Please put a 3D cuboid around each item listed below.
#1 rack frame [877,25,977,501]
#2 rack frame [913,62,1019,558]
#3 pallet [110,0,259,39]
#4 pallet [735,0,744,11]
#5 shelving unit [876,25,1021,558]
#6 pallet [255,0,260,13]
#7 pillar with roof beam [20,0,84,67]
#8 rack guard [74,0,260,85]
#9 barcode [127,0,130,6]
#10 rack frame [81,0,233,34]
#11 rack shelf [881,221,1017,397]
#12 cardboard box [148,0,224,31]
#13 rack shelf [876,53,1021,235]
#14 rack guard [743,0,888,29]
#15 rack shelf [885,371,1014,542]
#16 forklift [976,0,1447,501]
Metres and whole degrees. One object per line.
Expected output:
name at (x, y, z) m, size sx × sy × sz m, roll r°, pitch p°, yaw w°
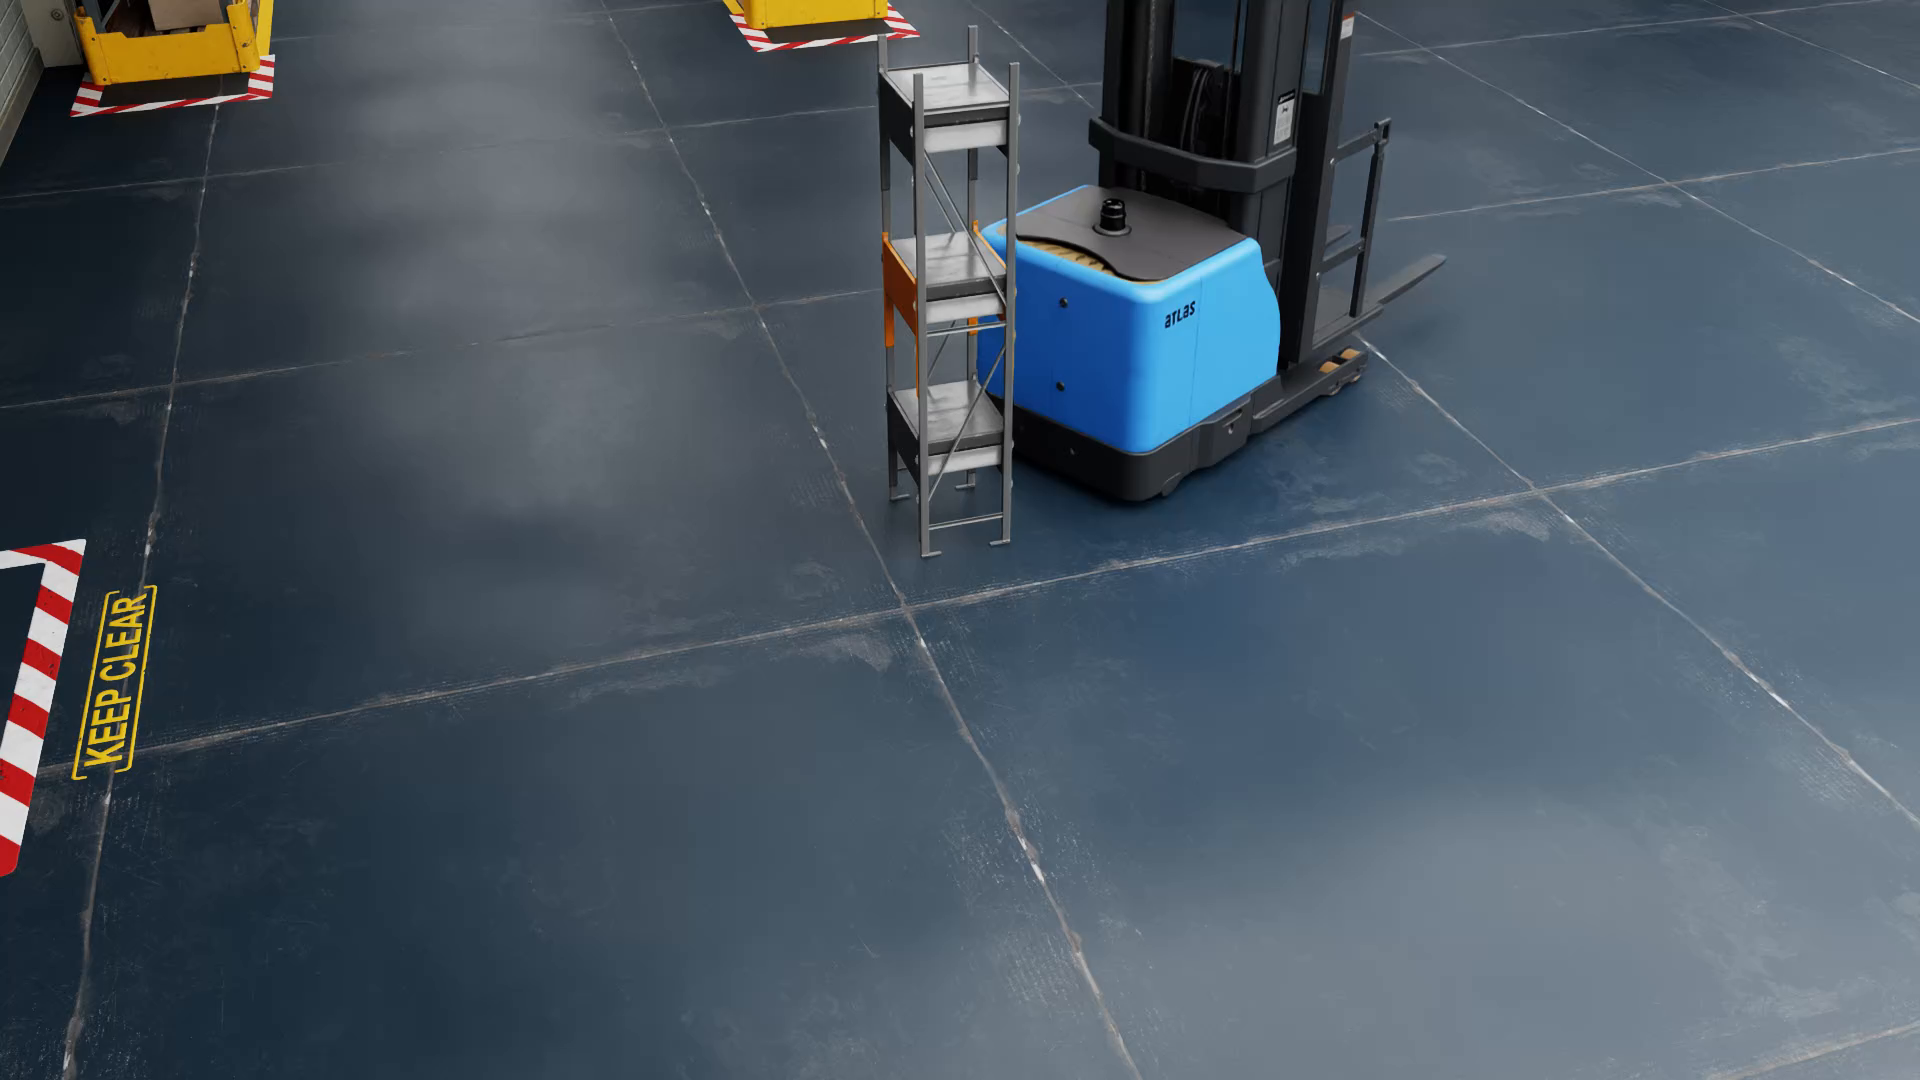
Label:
rack frame at (-0.125, -1.091, 6.997) m, size 0.400 × 2.100 × 0.015 m, roll -10°, pitch 35°, yaw -15°
rack frame at (0.024, -0.835, 6.609) m, size 0.400 × 2.100 × 0.015 m, roll -10°, pitch 35°, yaw -15°
pallet at (-6.155, -4.081, 13.234) m, size 1.003 × 0.211 × 1.213 m, roll -10°, pitch 35°, yaw -15°
pallet at (-1.475, -4.838, 14.380) m, size 1.003 × 0.211 × 1.213 m, roll -10°, pitch 35°, yaw -15°
shelving unit at (-0.050, -0.963, 6.803) m, size 0.431 × 2.100 × 0.503 m, roll -10°, pitch 35°, yaw -15°
pallet at (-6.524, -4.720, 14.202) m, size 1.003 × 0.211 × 1.213 m, roll -10°, pitch 35°, yaw -15°
pillar with roof beam at (-2.855, -8.221, 11.528) m, size 9.100 × 9.000 × 0.400 m, roll -10°, pitch 35°, yaw -15°
rack guard at (-5.941, -3.769, 12.500) m, size 1.175 × 0.500 × 0.348 m, roll -10°, pitch 35°, yaw -15°
barcode at (-6.430, -4.158, 12.853) m, size 0.001 × 0.075 × 0.075 m, roll -10°, pitch 35°, yaw -15°
rack frame at (-5.918, -4.772, 11.751) m, size 1.000 × 3.000 × 0.127 m, roll -10°, pitch 35°, yaw -15°
rack shelf at (-0.050, -0.952, 6.810) m, size 0.431 × 0.518 × 0.480 m, roll -10°, pitch 35°, yaw -15°
cardboard box at (-6.043, -4.212, 12.943) m, size 0.500 × 0.311 × 0.500 m, roll -14°, pitch 36°, yaw -20°
rack shelf at (-0.050, -1.536, 6.424) m, size 0.431 × 0.518 × 0.480 m, roll -10°, pitch 35°, yaw -15°
rack guard at (-1.194, -4.551, 13.684) m, size 1.175 × 0.500 × 0.348 m, roll -10°, pitch 35°, yaw -15°
rack shelf at (-0.050, -0.368, 7.196) m, size 0.431 × 0.518 × 0.480 m, roll -10°, pitch 35°, yaw -15°
forklift at (1.428, -2.119, 7.798) m, size 1.130 × 2.935 × 3.031 m, roll 27°, pitch 42°, yaw 35°
